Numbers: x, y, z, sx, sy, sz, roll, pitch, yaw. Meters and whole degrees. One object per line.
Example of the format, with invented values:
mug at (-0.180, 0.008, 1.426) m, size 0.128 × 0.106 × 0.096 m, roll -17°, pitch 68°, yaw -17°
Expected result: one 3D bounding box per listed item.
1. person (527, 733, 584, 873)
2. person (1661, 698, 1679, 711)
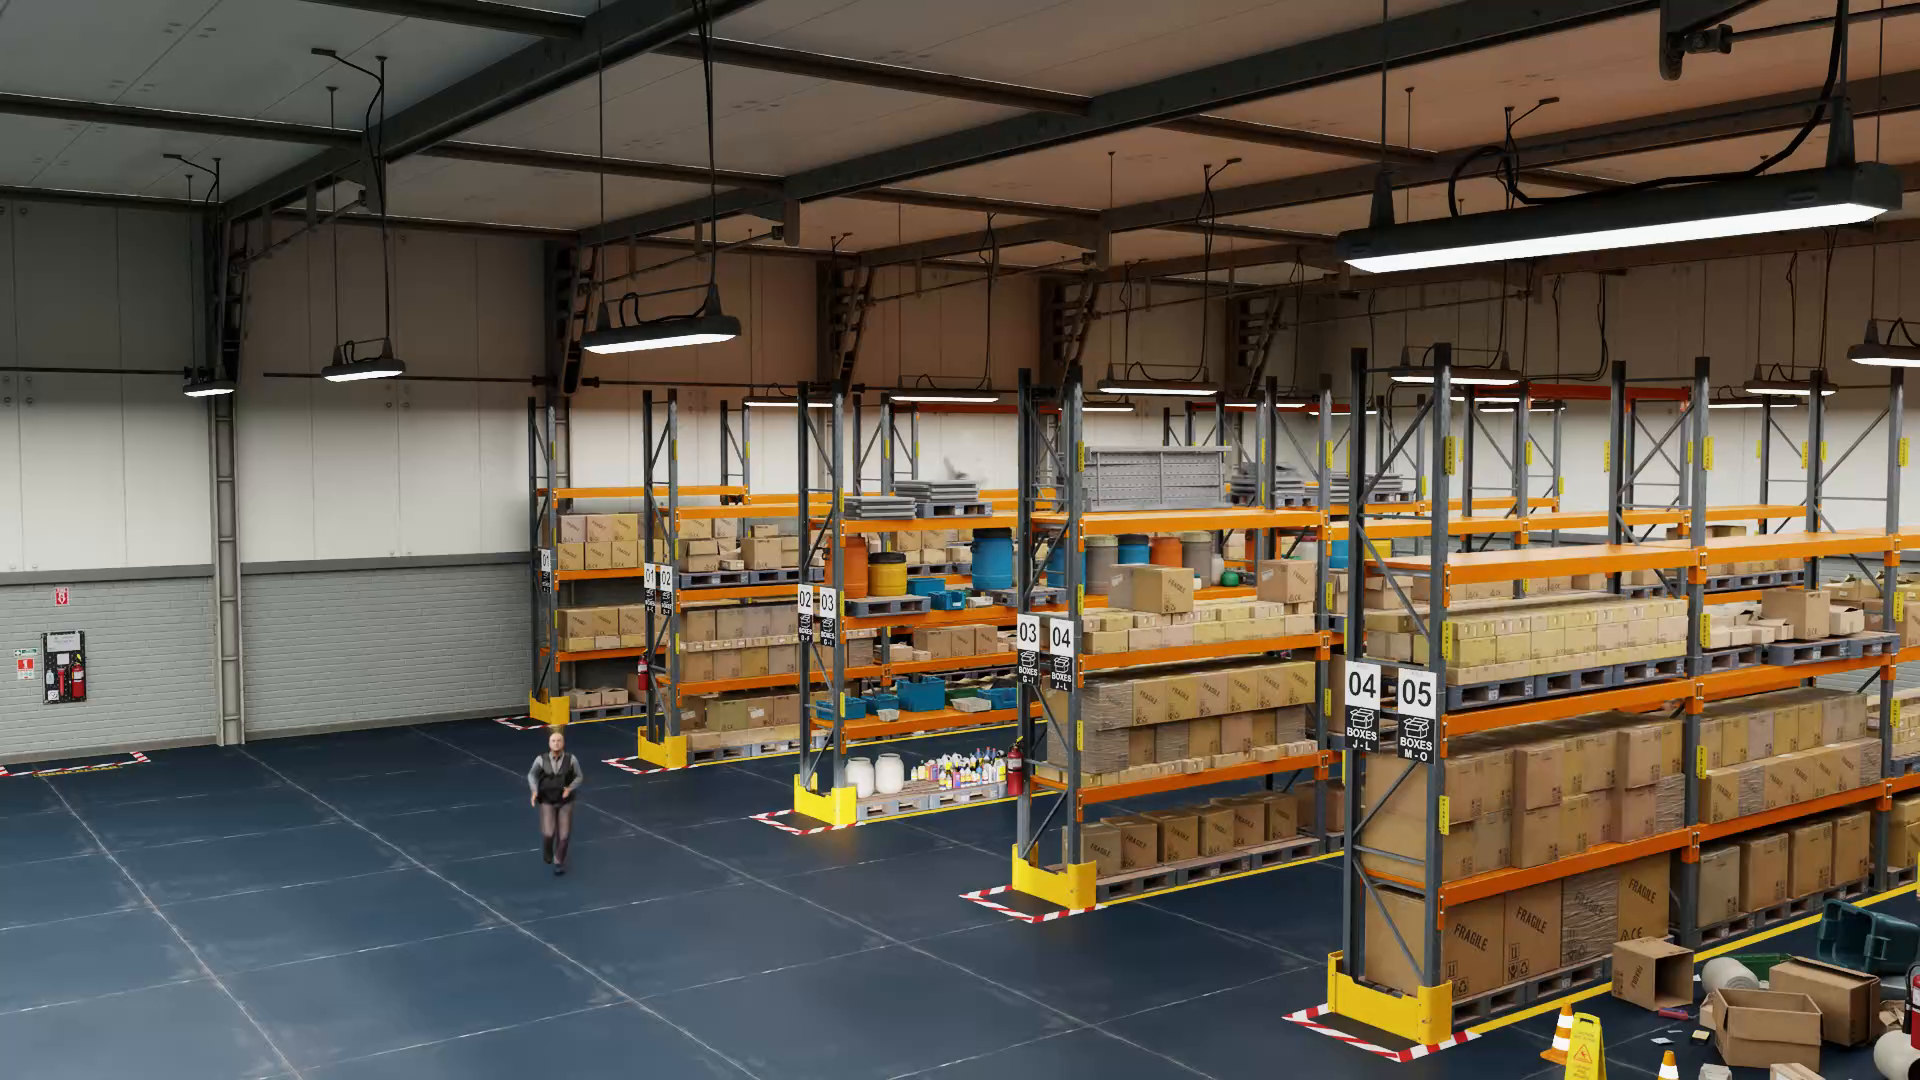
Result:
person at (-4.824, 3.151, 19.864) m, size 0.652 × 1.678 × 0.569 m, roll -1°, pitch 3°, yaw -15°
person at (9.777, 2.961, 23.021) m, size 0.684 × 1.734 × 0.592 m, roll -3°, pitch 4°, yaw -38°
